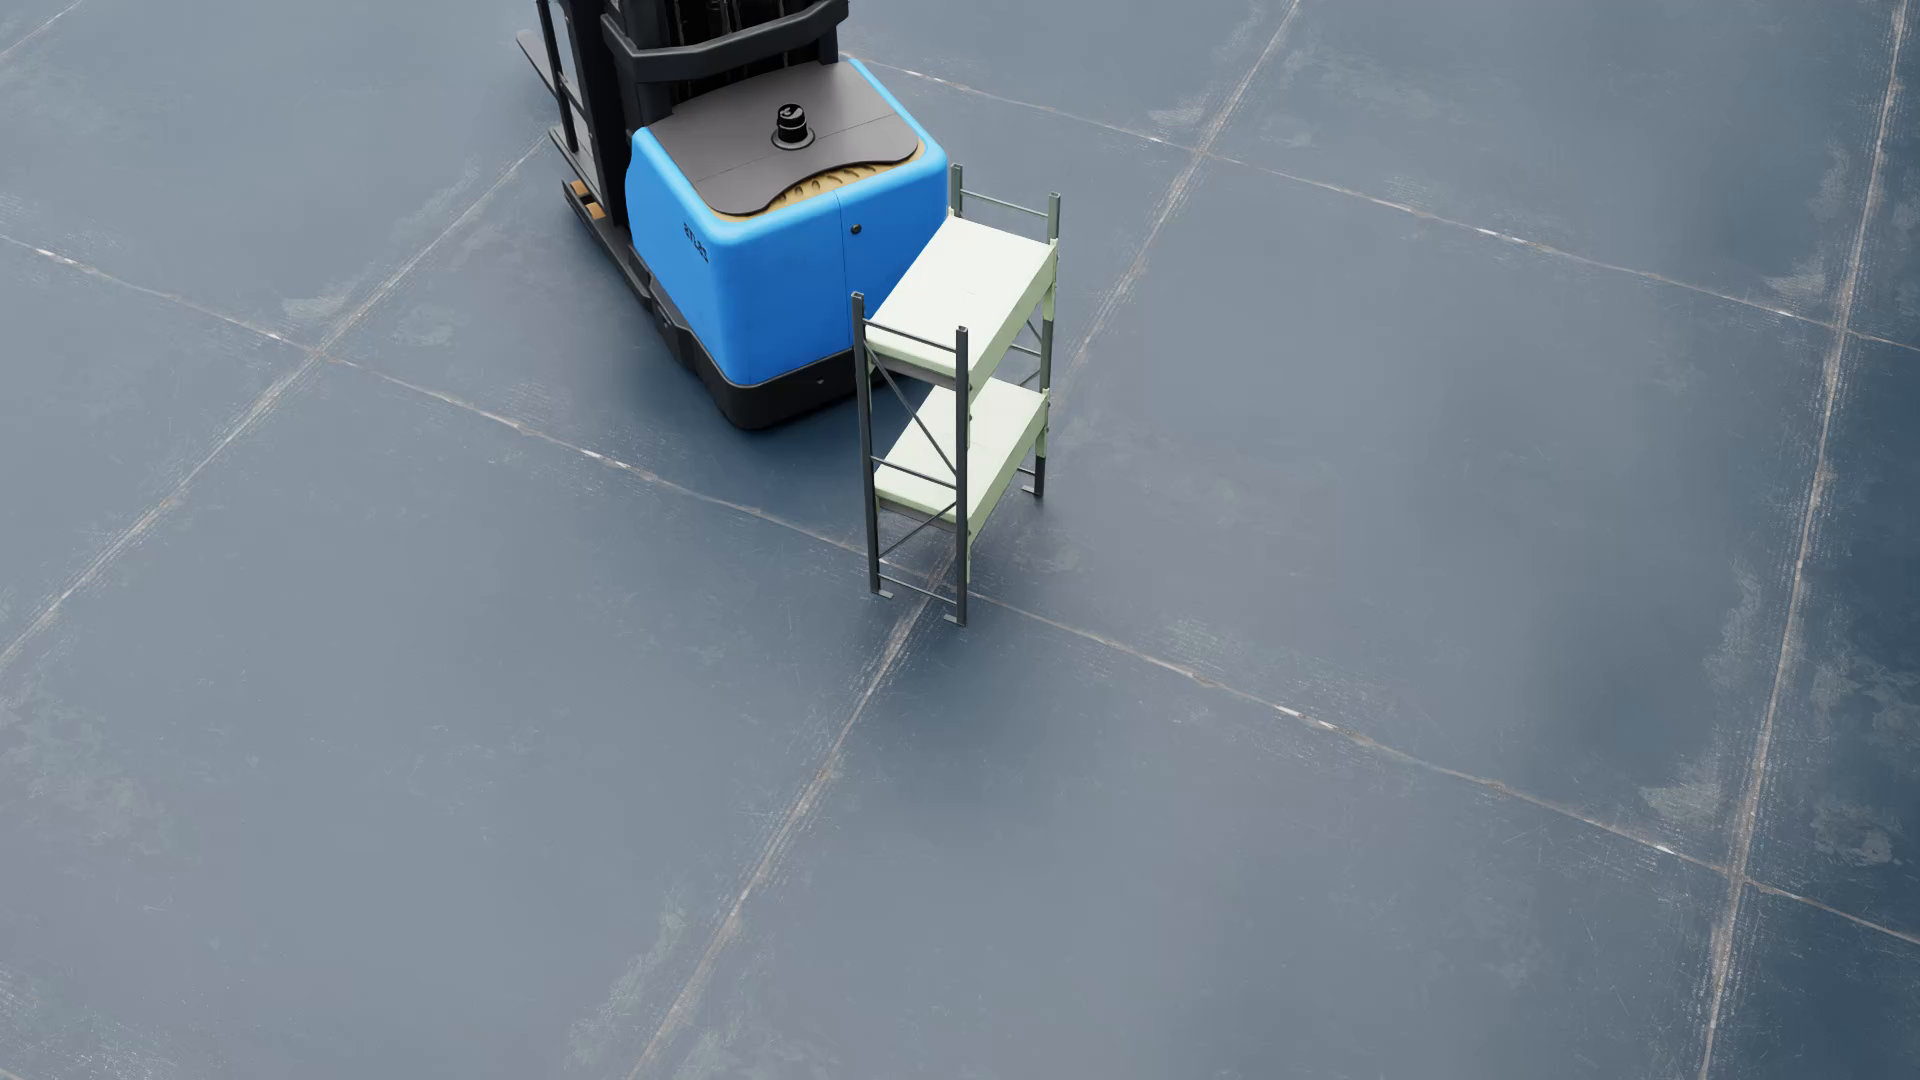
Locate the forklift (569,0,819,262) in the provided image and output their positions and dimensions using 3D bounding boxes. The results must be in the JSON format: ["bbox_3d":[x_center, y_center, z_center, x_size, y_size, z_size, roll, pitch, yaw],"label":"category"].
[{"bbox_3d":[7.027,-17.315,15.382,32.329,9.011,23.583,-24,54,-19],"label":"forklift"}]

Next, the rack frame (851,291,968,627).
[{"bbox_3d":[-0.159,-0.229,5.776,0.400,1.500,0.023,20,52,16],"label":"rack frame"}]

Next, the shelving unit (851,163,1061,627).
[{"bbox_3d":[6.291,-10.601,14.600,6.000,1.500,30.159,20,52,16],"label":"shelving unit"}]

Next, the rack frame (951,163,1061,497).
[{"bbox_3d":[0.154,-0.733,6.204,0.400,1.500,0.023,20,52,16],"label":"rack frame"}]

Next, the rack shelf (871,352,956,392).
[{"bbox_3d":[-0.003,-0.781,5.638,0.332,0.071,0.664,20,52,16],"label":"rack shelf"}]

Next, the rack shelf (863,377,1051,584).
[{"bbox_3d":[6.294,-10.318,14.945,6.000,0.609,30.141,20,52,16],"label":"rack shelf"}]
